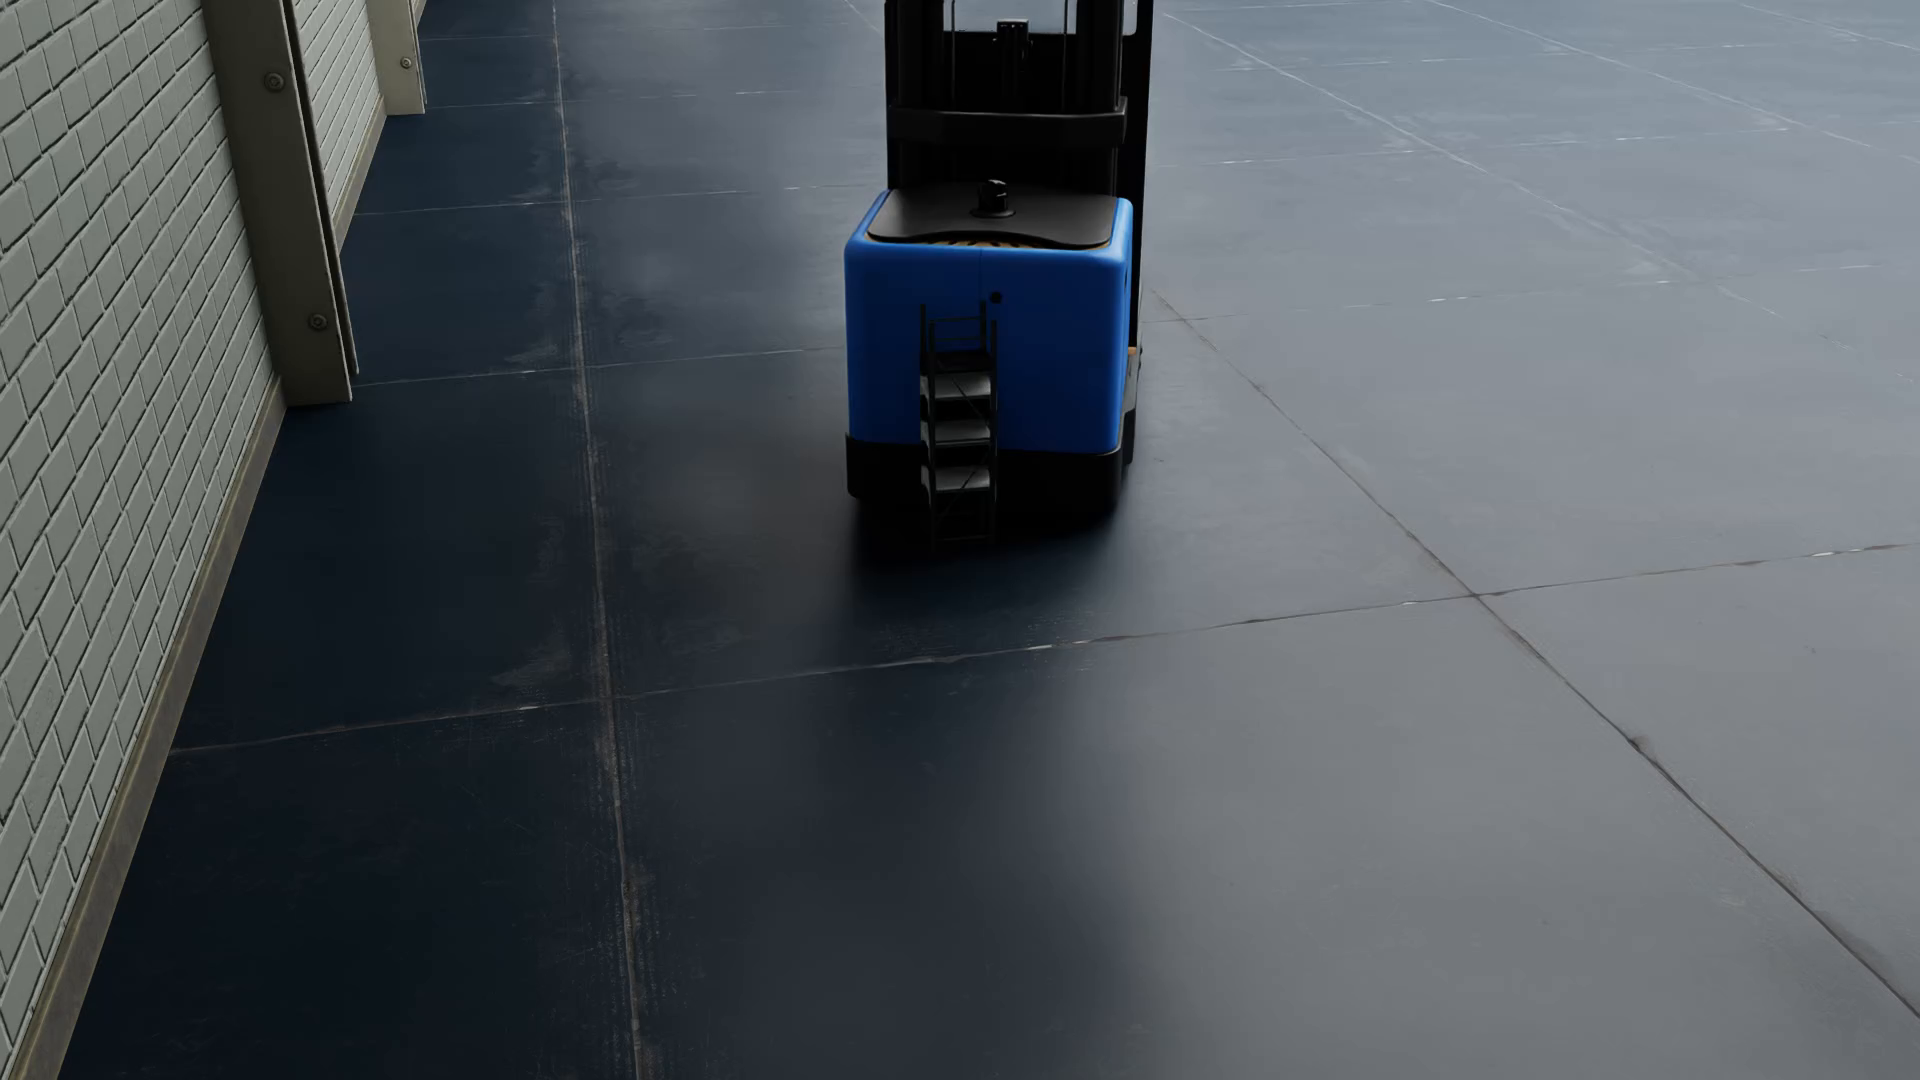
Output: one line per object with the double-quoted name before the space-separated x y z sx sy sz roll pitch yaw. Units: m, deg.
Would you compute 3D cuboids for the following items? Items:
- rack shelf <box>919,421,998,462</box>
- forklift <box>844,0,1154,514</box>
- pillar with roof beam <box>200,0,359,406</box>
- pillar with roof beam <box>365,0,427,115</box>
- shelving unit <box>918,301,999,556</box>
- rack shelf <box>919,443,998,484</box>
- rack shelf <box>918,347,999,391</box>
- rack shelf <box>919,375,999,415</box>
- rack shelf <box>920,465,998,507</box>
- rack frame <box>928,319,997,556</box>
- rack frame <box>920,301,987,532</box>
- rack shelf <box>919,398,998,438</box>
"rack shelf" -0.007 -0.369 6.057 0.258 0.077 0.200 -4 27 -9
"forklift" 0.269 -2.045 7.048 1.130 2.935 3.031 3 27 7
"pillar with roof beam" 1.256 -5.151 6.469 9.100 9.000 0.400 -6 27 -12
"pillar with roof beam" -0.096 -7.785 11.688 9.100 9.000 0.400 -6 27 -12
"shelving unit" -0.007 -0.399 6.042 0.258 0.900 0.210 -4 27 -9
"rack shelf" -0.006 -0.289 6.097 0.258 0.077 0.200 -4 27 -9
"rack shelf" -0.007 -0.610 5.935 0.258 0.077 0.200 -4 27 -9
"rack shelf" -0.007 -0.530 5.976 0.258 0.077 0.200 -4 27 -9
"rack shelf" -0.006 -0.209 6.138 0.258 0.077 0.200 -4 27 -9
"rack frame" 0.010 -0.354 5.952 0.240 0.900 0.006 -4 27 -9
"rack frame" -0.023 -0.444 6.131 0.240 0.900 0.006 -4 27 -9
"rack shelf" -0.007 -0.450 6.016 0.258 0.077 0.200 -4 27 -9
